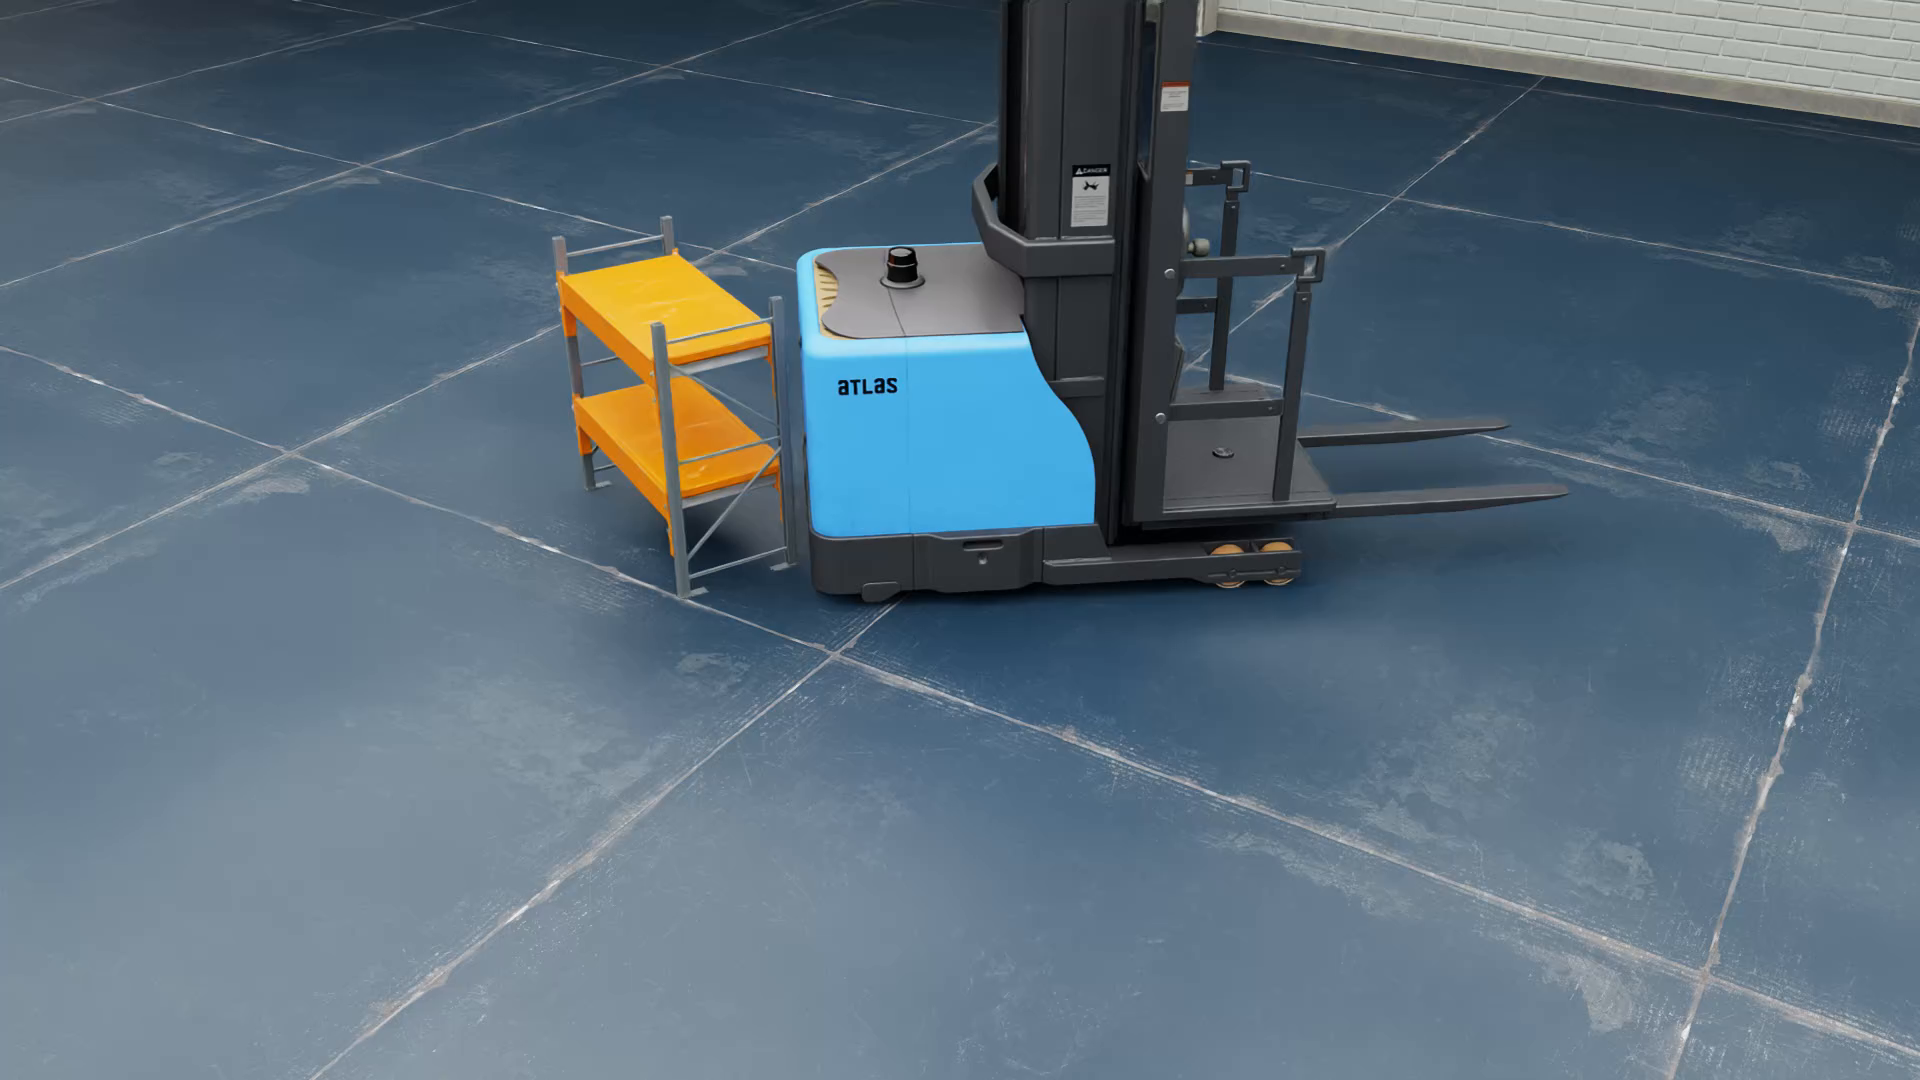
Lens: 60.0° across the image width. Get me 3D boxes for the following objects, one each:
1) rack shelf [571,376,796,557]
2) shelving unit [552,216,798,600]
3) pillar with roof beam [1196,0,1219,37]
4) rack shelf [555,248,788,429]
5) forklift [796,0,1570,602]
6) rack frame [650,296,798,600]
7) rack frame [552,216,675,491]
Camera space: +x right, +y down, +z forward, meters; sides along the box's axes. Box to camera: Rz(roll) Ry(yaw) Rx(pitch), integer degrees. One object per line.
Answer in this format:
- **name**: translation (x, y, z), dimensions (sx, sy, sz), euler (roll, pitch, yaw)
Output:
- **rack shelf**: translation (-1.127, -0.337, 6.697), dimensions (0.538, 0.278, 1.000), euler (-17, 34, -27)
- **shelving unit**: translation (-1.127, -0.549, 6.574), dimensions (0.538, 1.125, 1.048), euler (-17, 34, -27)
- **pillar with roof beam**: translation (-0.331, -6.414, 8.814), dimensions (0.400, 9.000, 9.100), euler (18, 35, 27)
- **rack shelf**: translation (-1.127, -0.801, 6.427), dimensions (0.538, 0.278, 1.000), euler (-17, 34, -27)
- **forklift**: translation (0.894, -1.341, 6.141), dimensions (3.031, 2.935, 1.130), euler (-3, 30, -6)
- **rack frame**: translation (-0.862, -0.330, 6.199), dimensions (0.500, 1.125, 0.032), euler (-17, 34, -27)
- **rack frame**: translation (-1.391, -0.767, 6.949), dimensions (0.500, 1.125, 0.032), euler (-17, 34, -27)
